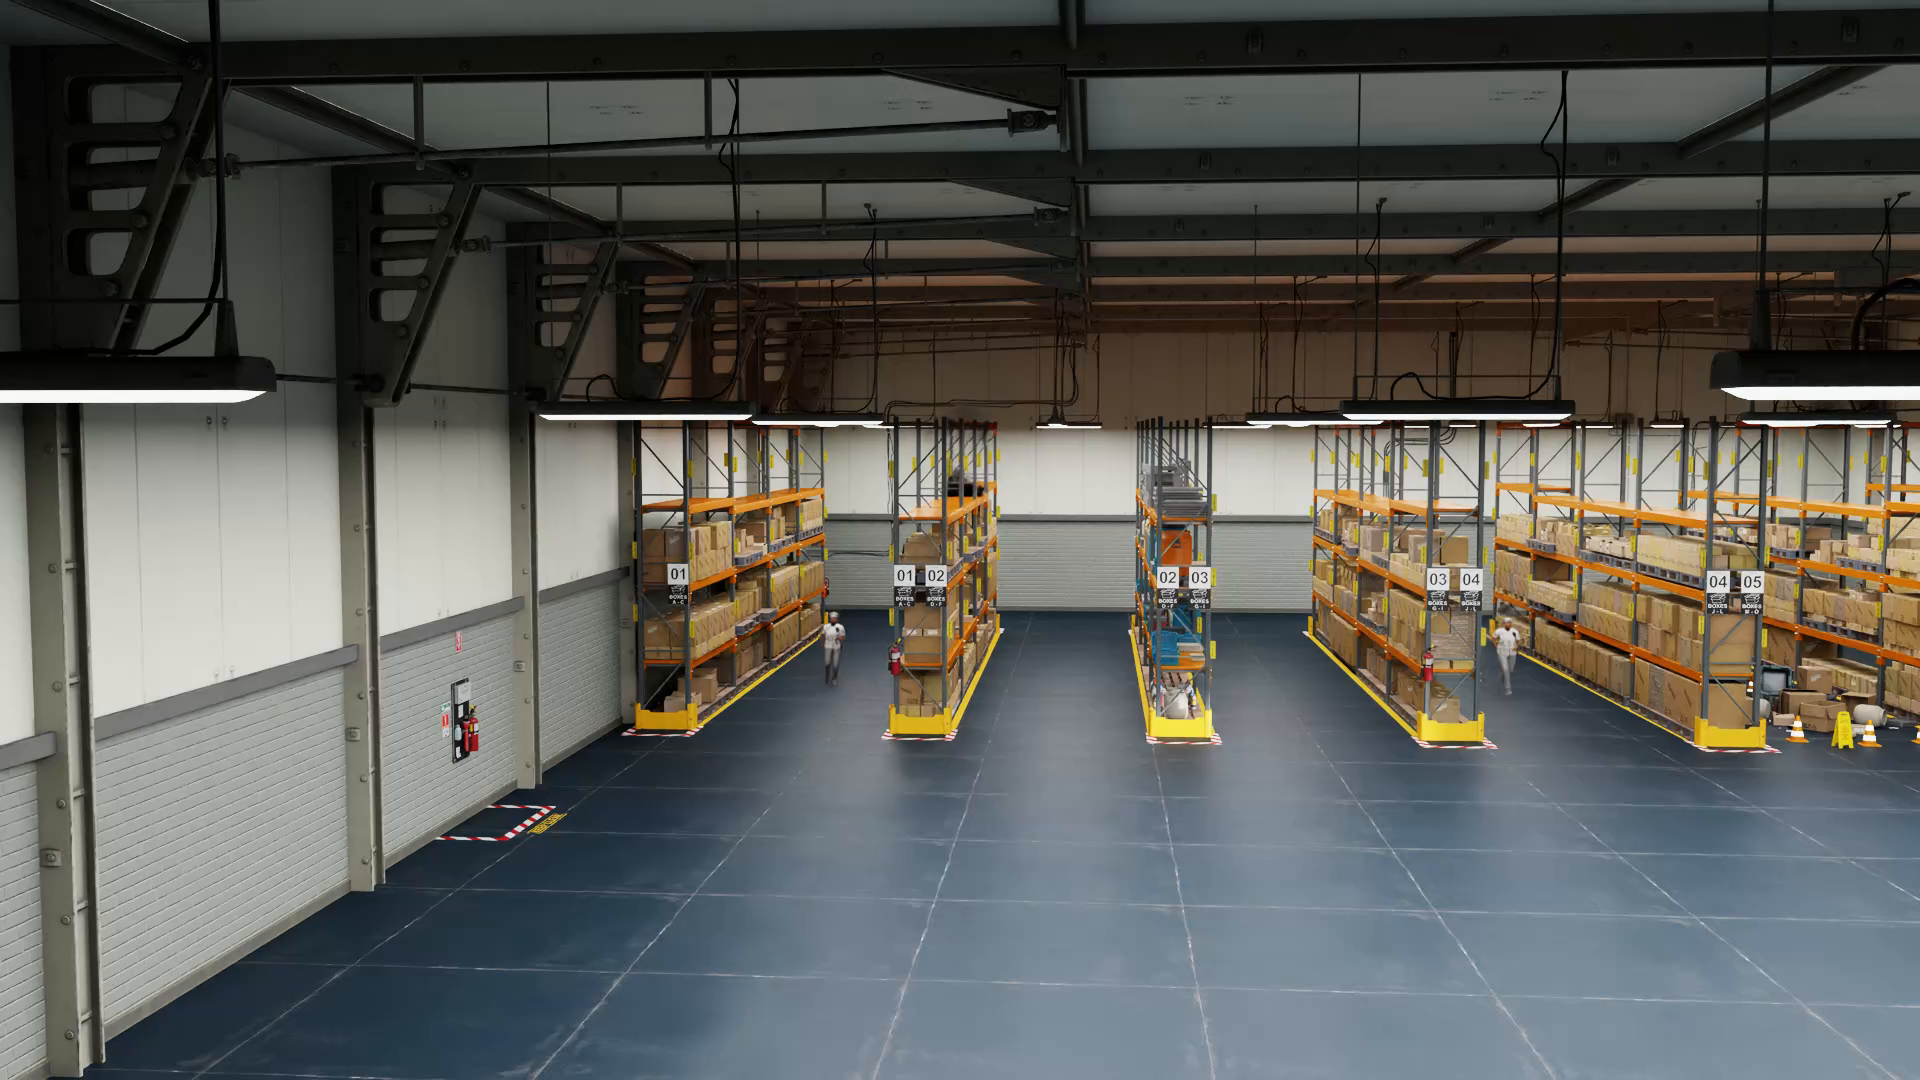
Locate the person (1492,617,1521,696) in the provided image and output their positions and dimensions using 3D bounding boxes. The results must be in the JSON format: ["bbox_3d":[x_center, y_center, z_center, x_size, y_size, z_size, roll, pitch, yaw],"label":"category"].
[{"bbox_3d":[12.026,2.530,36.530,0.577,1.675,1.071,0,4,-4],"label":"person"}]

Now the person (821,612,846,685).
[{"bbox_3d":[-2.855,2.443,37.415,0.574,1.663,0.624,0,4,-1],"label":"person"}]

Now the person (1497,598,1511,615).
[{"bbox_3d":[15.551,1.775,47.535,0.624,1.744,0.759,3,5,40],"label":"person"}]
